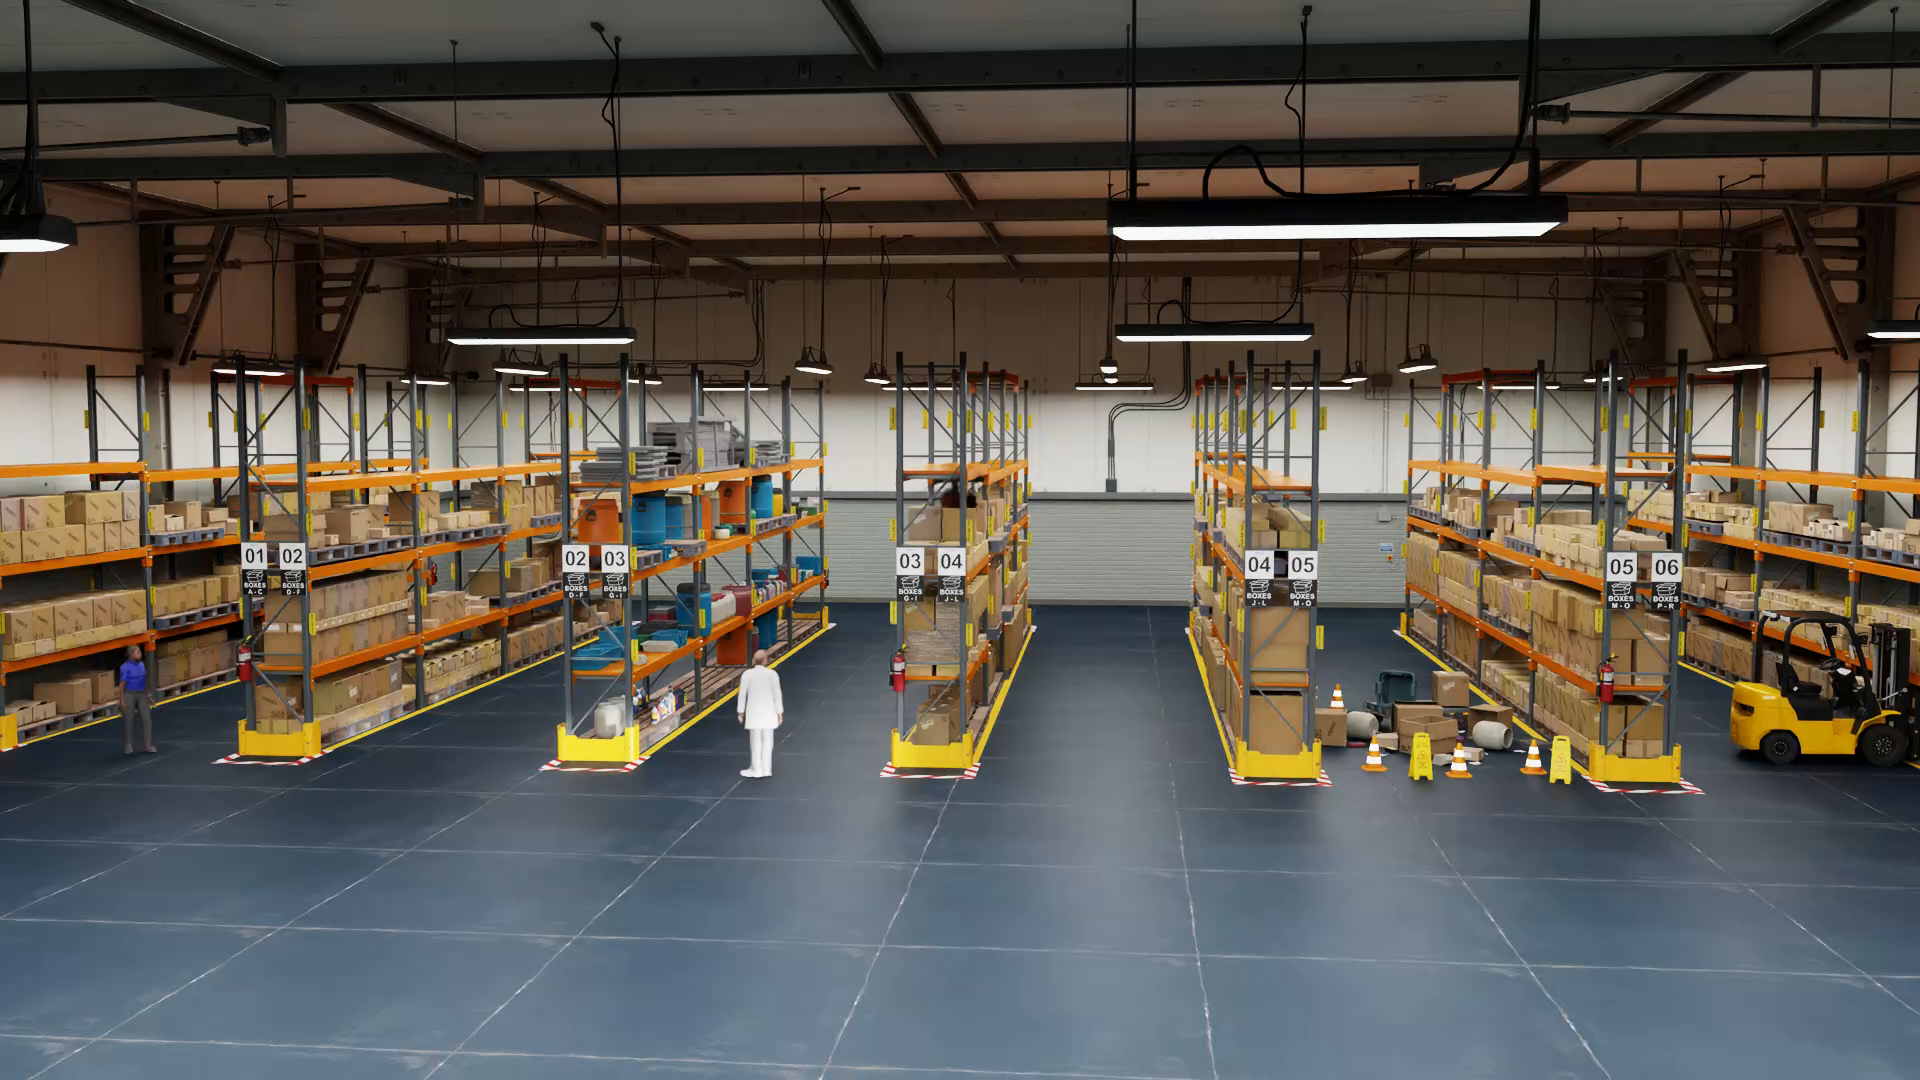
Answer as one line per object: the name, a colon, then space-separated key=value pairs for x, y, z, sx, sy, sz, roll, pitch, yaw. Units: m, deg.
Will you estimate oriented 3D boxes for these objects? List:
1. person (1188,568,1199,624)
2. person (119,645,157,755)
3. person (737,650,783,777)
person: x=5.927 y=1.206 z=40.966 sx=0.699 sy=1.737 sz=0.576 roll=-2 pitch=5 yaw=-30
person: x=-12.439 y=2.406 z=25.126 sx=0.461 sy=1.654 sz=0.540 roll=3 pitch=5 yaw=38
person: x=-2.815 y=2.499 z=23.450 sx=0.656 sy=1.726 sz=0.432 roll=0 pitch=4 yaw=-2
